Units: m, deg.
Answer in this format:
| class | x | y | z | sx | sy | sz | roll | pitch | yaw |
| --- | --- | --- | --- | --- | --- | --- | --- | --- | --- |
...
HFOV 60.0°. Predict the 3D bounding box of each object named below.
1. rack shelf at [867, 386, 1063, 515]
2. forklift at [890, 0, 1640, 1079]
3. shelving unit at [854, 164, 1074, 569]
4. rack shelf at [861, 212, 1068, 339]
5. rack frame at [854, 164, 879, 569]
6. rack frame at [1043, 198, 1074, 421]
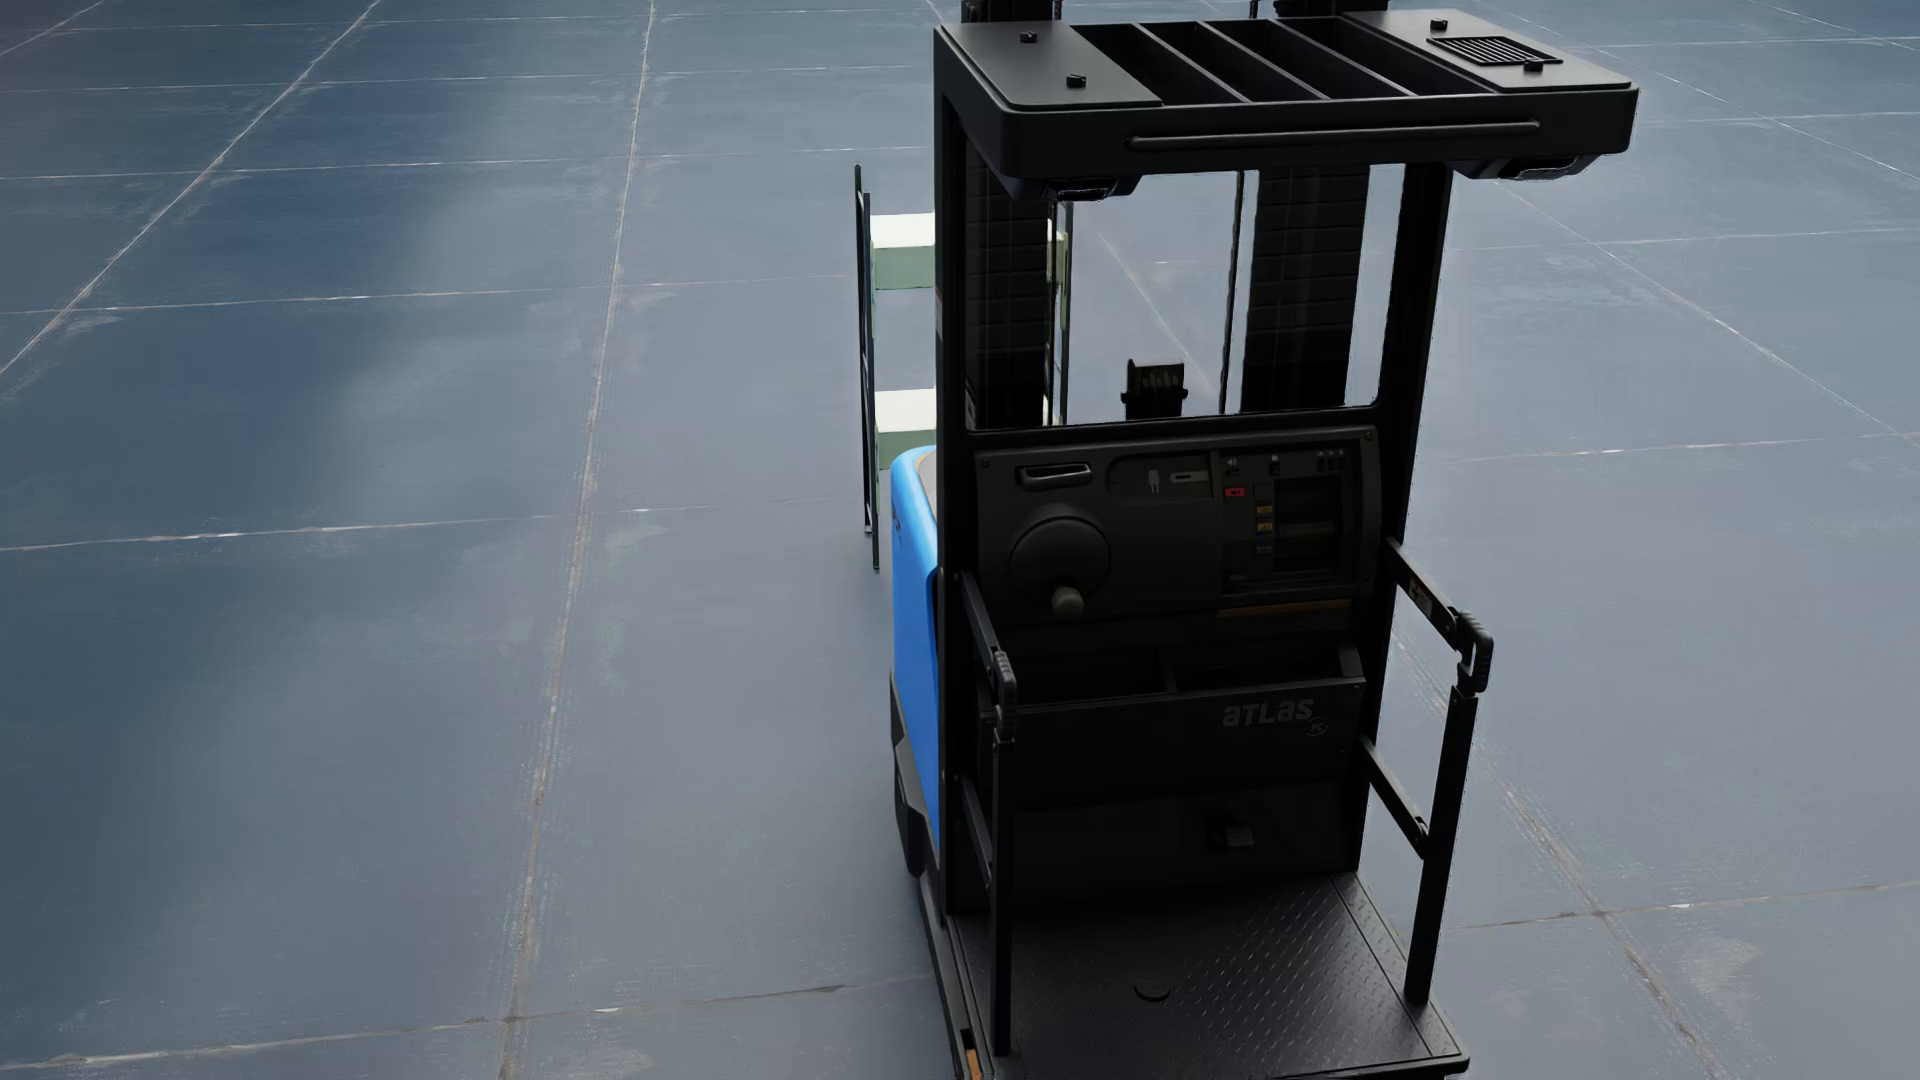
| class | x | y | z | sx | sy | sz | roll | pitch | yaw |
| --- | --- | --- | --- | --- | --- | --- | --- | --- | --- |
| rack shelf | 0.007 | -0.378 | 6.557 | 0.720 | 0.370 | 0.431 | -4 | 27 | -7 |
| forklift | 0.532 | 0.000 | 3.539 | 1.130 | 2.935 | 3.031 | -4 | 27 | -8 |
| shelving unit | 0.007 | -0.668 | 6.408 | 0.755 | 1.500 | 0.431 | -4 | 27 | -7 |
| rack shelf | 0.007 | -1.015 | 6.230 | 0.720 | 0.370 | 0.431 | -4 | 27 | -7 |
| rack frame | -0.356 | -0.644 | 6.363 | 0.023 | 1.500 | 0.400 | -4 | 27 | -7 |
| rack frame | 0.369 | -0.691 | 6.454 | 0.023 | 1.500 | 0.400 | -4 | 27 | -7 |
